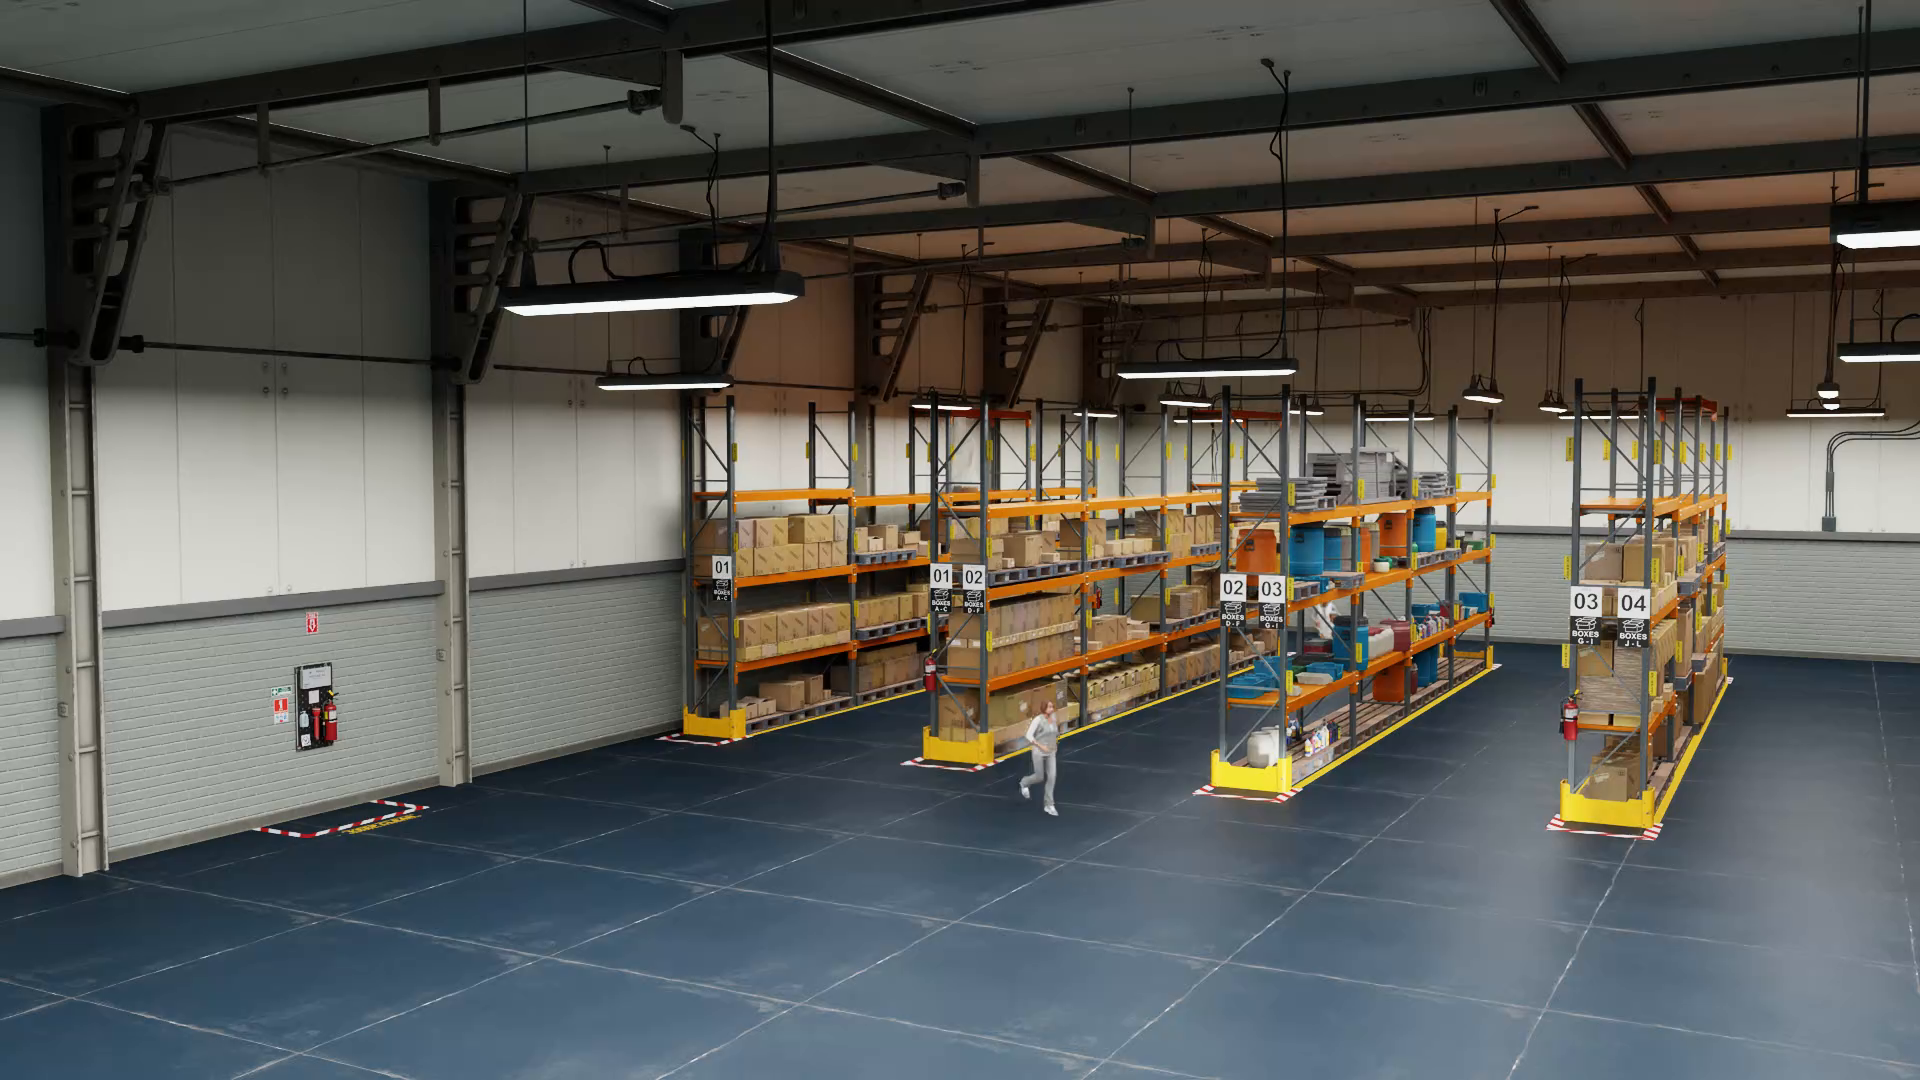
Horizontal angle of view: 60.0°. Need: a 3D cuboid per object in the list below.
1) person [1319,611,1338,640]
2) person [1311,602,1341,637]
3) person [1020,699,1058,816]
[{"bbox_3d":[7.987,2.337,35.672,0.568,1.649,0.891,2,3,29],"label":"person"},{"bbox_3d":[8.676,2.076,39.448,0.693,1.711,0.638,1,3,17],"label":"person"},{"bbox_3d":[1.143,2.999,23.240,0.566,1.588,0.842,-2,4,-36],"label":"person"}]
